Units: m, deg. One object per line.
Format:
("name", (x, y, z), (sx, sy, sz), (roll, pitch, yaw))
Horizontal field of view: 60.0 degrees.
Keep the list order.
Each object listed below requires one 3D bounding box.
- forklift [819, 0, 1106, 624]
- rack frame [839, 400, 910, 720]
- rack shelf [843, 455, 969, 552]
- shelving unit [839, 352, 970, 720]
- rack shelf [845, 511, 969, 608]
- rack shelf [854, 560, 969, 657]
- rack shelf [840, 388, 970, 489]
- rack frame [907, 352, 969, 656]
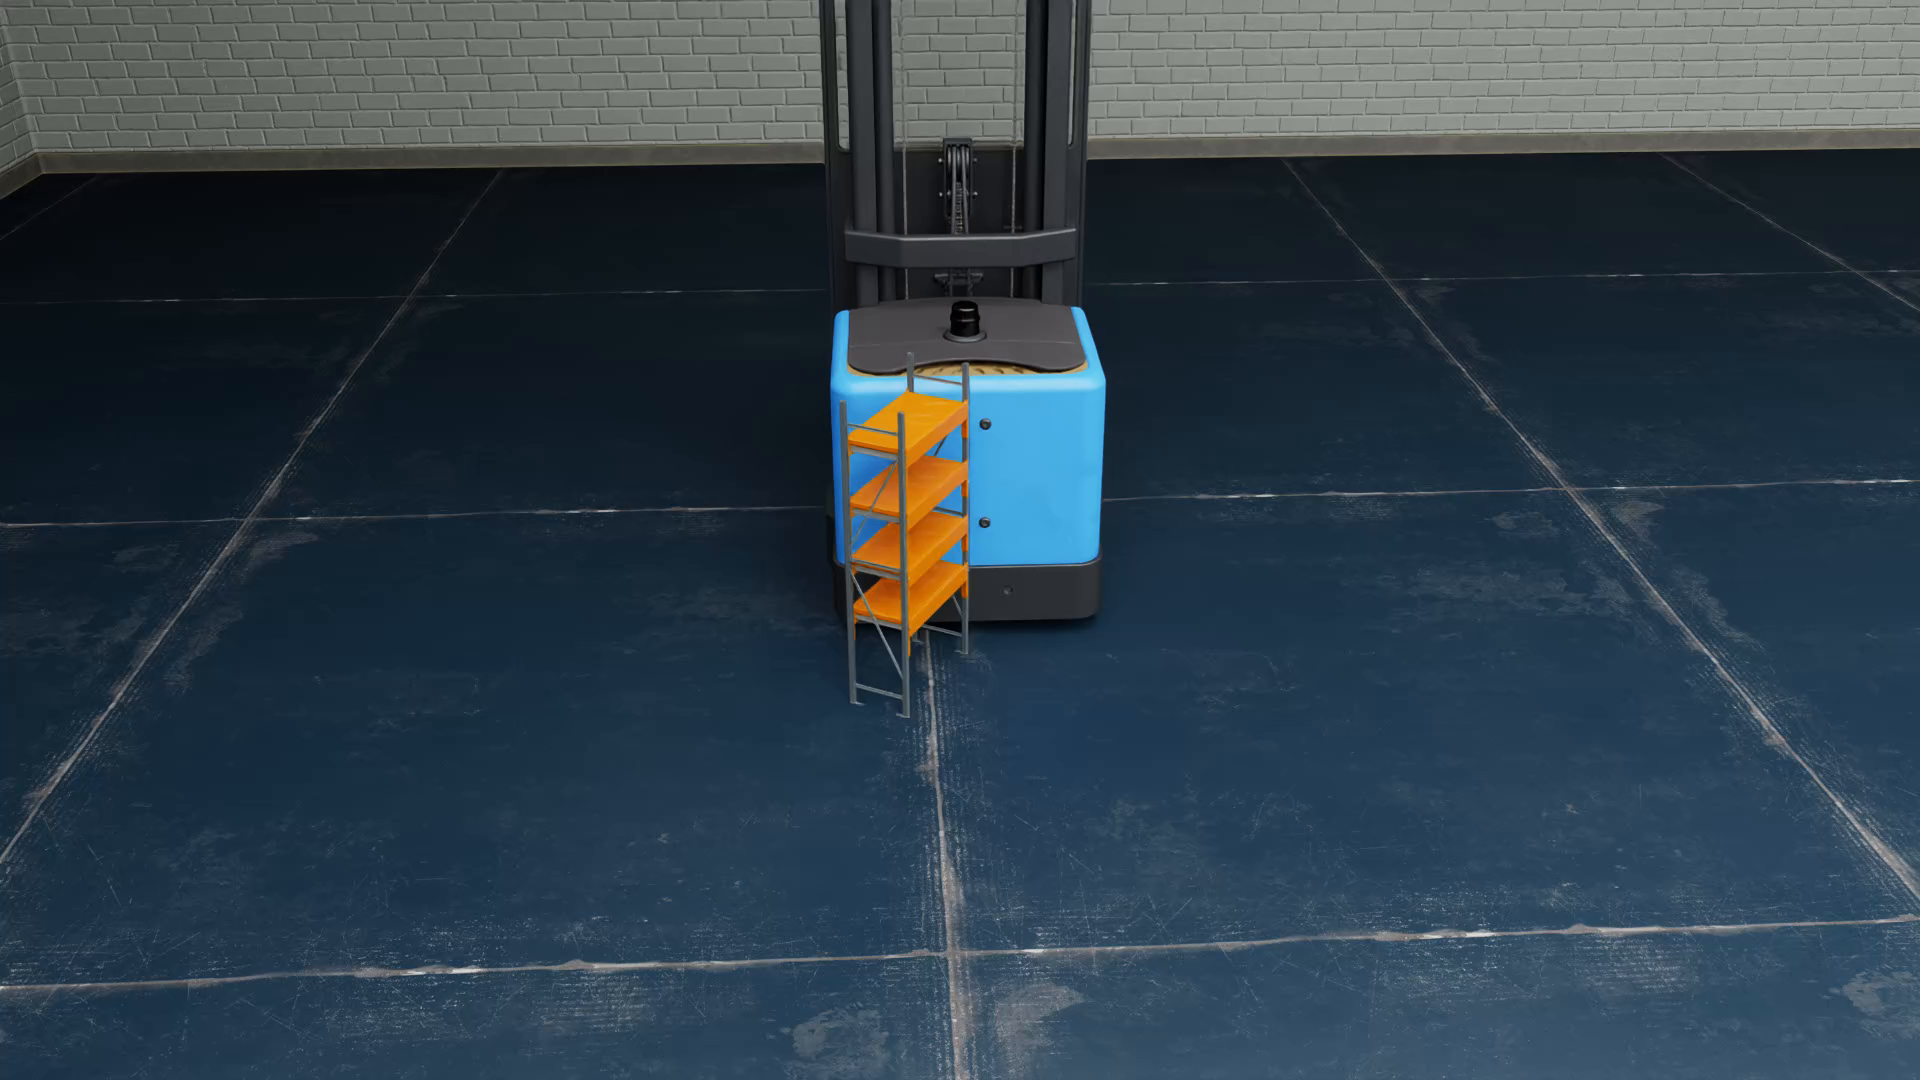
("forklift", (-0.030, -1.617, 7.182), (1.130, 2.935, 3.031), (-1, 28, -2))
("rack frame", (-0.292, 0.090, 5.779), (0.240, 1.200, 0.015), (13, 30, 23))
("rack shelf", (-0.185, -0.150, 5.902), (0.258, 0.148, 0.480), (13, 30, 23))
("shelving unit", (-0.185, -0.011, 5.974), (0.258, 1.200, 0.503), (13, 30, 23))
("rack shelf", (-0.185, 0.048, 6.005), (0.258, 0.148, 0.480), (13, 30, 23))
("rack shelf", (-0.185, 0.225, 6.097), (0.258, 0.148, 0.480), (13, 30, 23))
("rack shelf", (-0.185, -0.360, 5.792), (0.258, 0.148, 0.480), (13, 30, 23))
("rack frame", (-0.079, -0.113, 6.169), (0.240, 1.200, 0.015), (13, 30, 23))
